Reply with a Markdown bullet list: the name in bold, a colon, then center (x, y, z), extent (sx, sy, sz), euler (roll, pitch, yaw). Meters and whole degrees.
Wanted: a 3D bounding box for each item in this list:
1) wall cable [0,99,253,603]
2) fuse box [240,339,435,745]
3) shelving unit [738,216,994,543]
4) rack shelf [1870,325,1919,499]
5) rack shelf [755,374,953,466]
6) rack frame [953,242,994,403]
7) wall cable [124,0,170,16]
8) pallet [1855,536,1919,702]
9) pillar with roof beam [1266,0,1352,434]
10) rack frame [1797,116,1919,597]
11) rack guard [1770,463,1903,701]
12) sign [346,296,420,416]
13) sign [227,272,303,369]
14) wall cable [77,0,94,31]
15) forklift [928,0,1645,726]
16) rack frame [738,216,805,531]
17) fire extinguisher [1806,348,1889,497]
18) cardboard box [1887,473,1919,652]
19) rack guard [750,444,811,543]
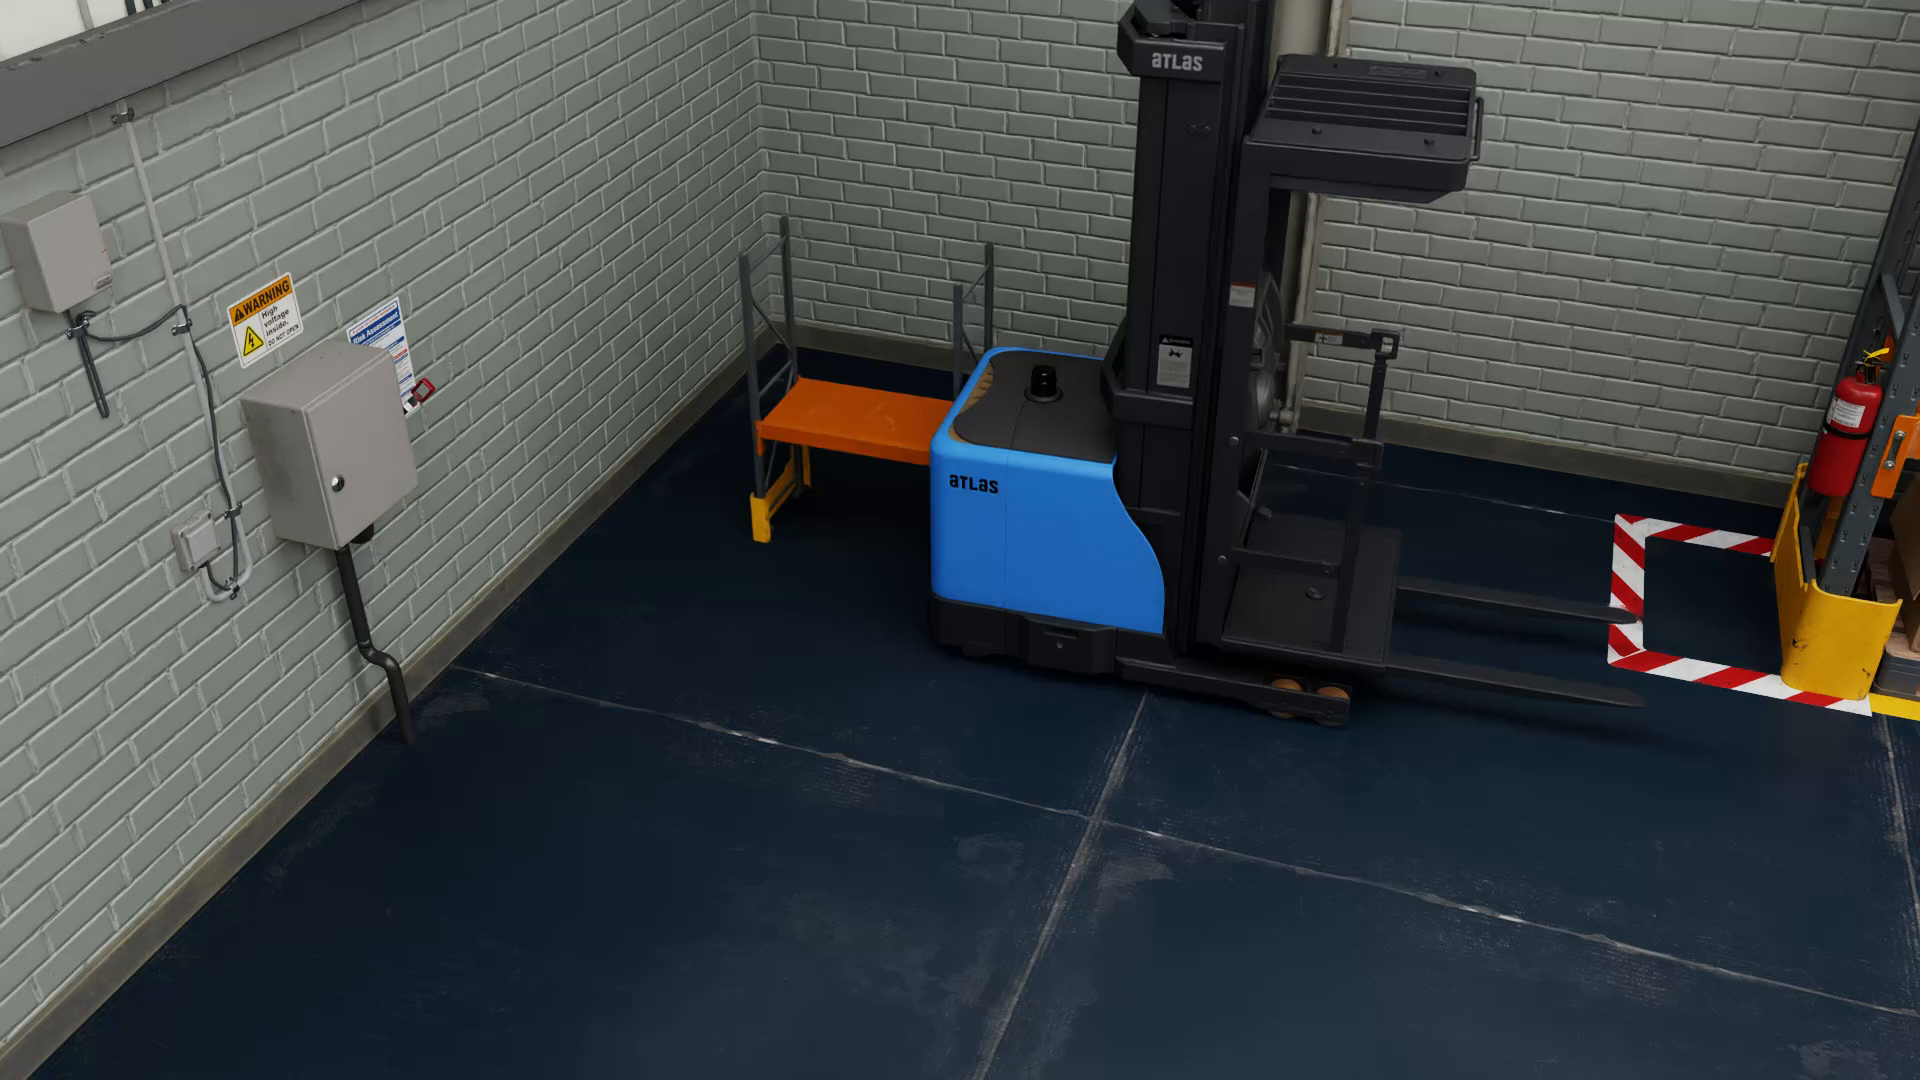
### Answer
- **wall cable**: center (-2.644, -0.538, 5.381), extent (0.122, 1.984, 0.588), euler (11, 34, 16)
- **fuse box**: center (-2.266, 0.111, 6.501), extent (0.414, 1.711, 0.539), euler (11, 34, 16)
- **shelving unit**: center (-0.429, -0.687, 7.932), extent (1.083, 1.500, 0.587), euler (10, 34, 15)
- **rack shelf**: center (5.758, -0.232, 6.507), extent (4.000, 0.370, 1.077), euler (11, 34, 16)
- **rack shelf**: center (-0.420, -0.535, 8.027), extent (1.000, 0.185, 0.538), euler (10, 34, 15)
- **rack frame**: center (0.063, -0.599, 7.795), extent (0.032, 1.500, 0.500), euler (10, 34, 15)
- **wall cable**: center (-2.014, -3.597, 5.491), extent (0.133, 3.039, 2.988), euler (11, 34, 16)
- **pallet**: center (4.698, 0.431, 7.388), extent (1.213, 0.211, 1.003), euler (11, 34, 16)
- **pillar with roof beam**: center (0.189, -2.176, 3.324), extent (0.400, 9.000, 9.100), euler (11, 34, 16)
- **rack frame**: center (3.875, -0.900, 6.879), extent (0.127, 3.000, 1.000), euler (11, 34, 16)
- **rack guard**: center (3.947, 0.164, 7.535), extent (0.348, 0.500, 1.175), euler (11, 34, 16)
- **sign**: center (-2.294, -0.681, 6.627), extent (0.001, 0.494, 0.329), euler (11, 34, 16)
- **sign**: center (-2.479, -0.787, 5.943), extent (0.001, 0.242, 0.339), euler (11, 34, 16)
- **wall cable**: center (-2.989, -2.166, 3.308), extent (0.029, 3.000, 2.355), euler (11, 34, 16)
- **forklift**: center (1.434, -0.767, 6.735), extent (3.031, 2.935, 1.130), euler (9, 34, 13)
- **rack frame**: center (-0.902, -0.773, 8.064), extent (0.032, 1.500, 0.500), euler (10, 34, 15)
- **fire extinguisher**: center (3.581, -0.502, 6.677), extent (0.183, 0.674, 0.296), euler (11, 34, 16)
- **cardboard box**: center (4.419, 0.133, 7.194), extent (0.637, 0.503, 0.797), euler (10, 34, 15)
- **rack guard**: center (-0.901, -0.247, 8.403), extent (0.087, 0.250, 0.587), euler (10, 34, 15)
